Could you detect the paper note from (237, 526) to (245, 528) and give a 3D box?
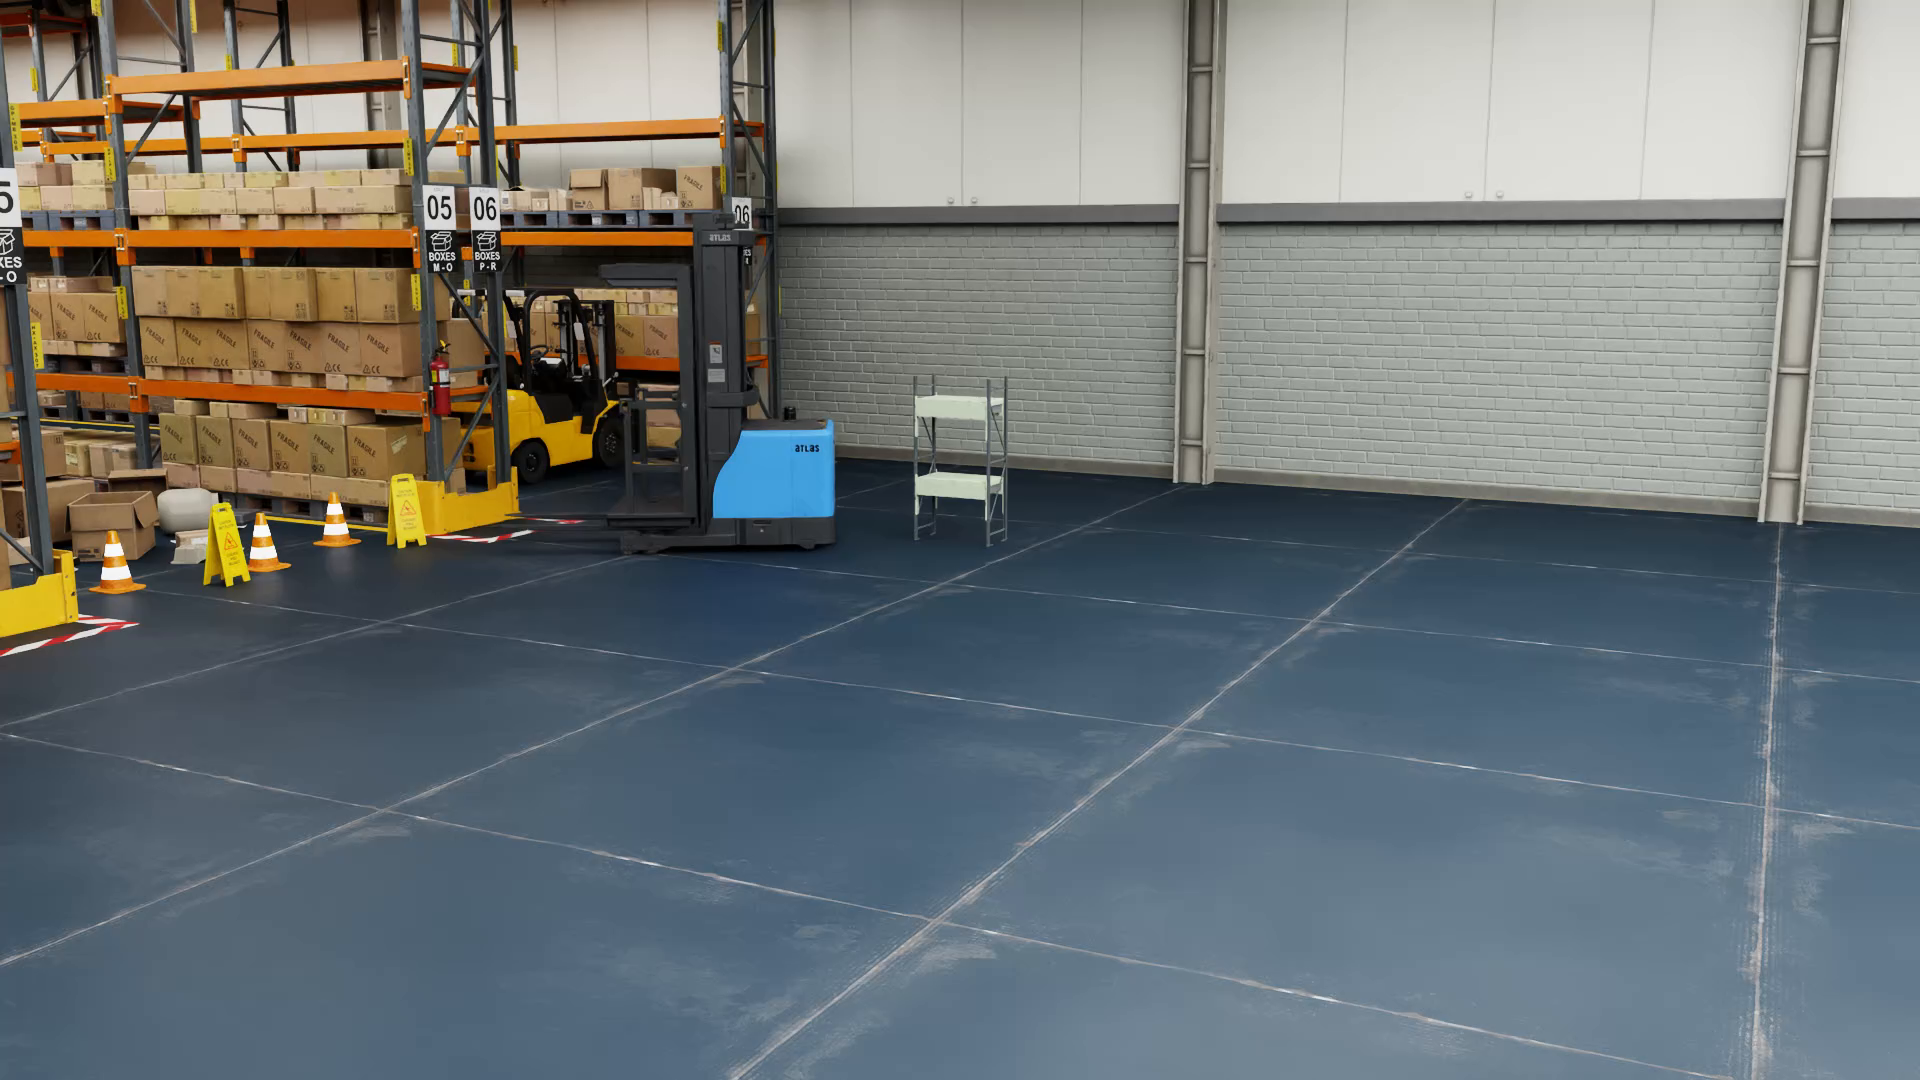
[{"bbox_3d":[-6.907,-0.127,15.865,0.148,0.019,0.142,1,10,6],"label":"paper note"}]

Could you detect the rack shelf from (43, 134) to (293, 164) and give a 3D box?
[{"bbox_3d":[-11.467,-5.601,24.071,4.000,0.370,1.077,5,11,26],"label":"rack shelf"}]

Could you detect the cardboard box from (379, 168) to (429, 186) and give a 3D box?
[{"bbox_3d":[-5.126,-3.343,15.341,0.250,0.149,0.380,5,11,26],"label":"cardboard box"}]

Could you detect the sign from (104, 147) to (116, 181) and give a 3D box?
[{"bbox_3d":[-8.521,-3.769,16.672,0.005,0.325,0.100,5,11,26],"label":"sign"}]

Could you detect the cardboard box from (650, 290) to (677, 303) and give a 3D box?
[{"bbox_3d":[-3.585,-2.983,20.373,0.250,0.149,0.380,5,11,26],"label":"cardboard box"}]

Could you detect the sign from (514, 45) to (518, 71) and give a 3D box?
[{"bbox_3d":[-5.819,-6.303,21.741,0.005,0.325,0.100,5,11,26],"label":"sign"}]

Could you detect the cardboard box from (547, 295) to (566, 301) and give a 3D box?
[{"bbox_3d":[-4.994,-3.091,20.970,0.250,0.149,0.380,5,11,25],"label":"cardboard box"}]

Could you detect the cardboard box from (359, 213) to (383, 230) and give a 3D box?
[{"bbox_3d":[-5.373,-2.969,15.513,0.250,0.149,0.380,5,11,26],"label":"cardboard box"}]

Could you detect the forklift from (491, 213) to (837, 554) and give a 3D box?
[{"bbox_3d":[-2.643,-1.415,14.840,3.031,2.935,1.130,-1,10,-3],"label":"forklift"}]

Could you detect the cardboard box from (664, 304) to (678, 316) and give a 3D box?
[{"bbox_3d":[-3.382,-2.808,20.241,0.250,0.149,0.380,5,12,27],"label":"cardboard box"}]

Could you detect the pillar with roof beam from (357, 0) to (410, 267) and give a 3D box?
[{"bbox_3d":[-10.010,-5.348,19.529,0.400,9.000,9.100,5,11,26],"label":"pillar with roof beam"}]

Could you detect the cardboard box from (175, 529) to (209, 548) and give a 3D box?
[{"bbox_3d":[-6.760,0.004,14.812,0.380,0.149,0.250,-7,12,-33],"label":"cardboard box"}]

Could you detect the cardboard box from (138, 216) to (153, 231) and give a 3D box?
[{"bbox_3d":[-8.106,-3.222,16.911,0.250,0.149,0.380,5,11,25],"label":"cardboard box"}]

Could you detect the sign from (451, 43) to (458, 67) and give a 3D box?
[{"bbox_3d":[-6.315,-6.090,20.785,0.005,0.325,0.100,5,11,26],"label":"sign"}]

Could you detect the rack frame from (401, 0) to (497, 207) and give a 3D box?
[{"bbox_3d":[-4.692,-4.571,15.236,0.127,3.000,1.000,5,11,26],"label":"rack frame"}]

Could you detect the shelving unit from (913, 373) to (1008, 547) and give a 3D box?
[{"bbox_3d":[0.006,-0.737,15.114,0.755,1.500,0.431,5,11,26],"label":"shelving unit"}]

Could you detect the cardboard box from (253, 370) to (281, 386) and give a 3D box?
[{"bbox_3d":[-6.757,-1.616,16.463,0.250,0.149,0.380,5,11,26],"label":"cardboard box"}]

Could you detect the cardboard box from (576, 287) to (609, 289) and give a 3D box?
[{"bbox_3d":[-4.740,-3.186,21.494,0.250,0.149,0.380,5,11,25],"label":"cardboard box"}]

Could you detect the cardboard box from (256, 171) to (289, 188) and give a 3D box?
[{"bbox_3d":[-6.516,-3.458,15.979,0.250,0.149,0.380,5,12,27],"label":"cardboard box"}]

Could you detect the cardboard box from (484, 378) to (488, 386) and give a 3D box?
[{"bbox_3d":[-5.791,-1.984,21.524,0.500,0.250,0.500,5,11,25],"label":"cardboard box"}]

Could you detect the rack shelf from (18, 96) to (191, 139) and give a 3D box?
[{"bbox_3d":[-10.073,-4.493,17.948,4.000,0.370,1.077,5,11,26],"label":"rack shelf"}]

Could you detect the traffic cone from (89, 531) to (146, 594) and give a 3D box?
[{"bbox_3d":[-6.639,0.160,13.068,0.334,0.463,0.336,5,11,26],"label":"traffic cone"}]

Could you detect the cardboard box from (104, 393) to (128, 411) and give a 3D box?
[{"bbox_3d":[-12.444,-2.219,24.929,0.500,0.500,0.500,5,11,25],"label":"cardboard box"}]

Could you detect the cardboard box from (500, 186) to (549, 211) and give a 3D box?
[{"bbox_3d":[-5.448,-4.310,21.011,0.500,0.311,0.500,5,12,27],"label":"cardboard box"}]

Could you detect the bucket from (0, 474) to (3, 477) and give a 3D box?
[{"bbox_3d":[-9.237,-0.630,15.231,0.726,0.611,0.620,-10,4,-43],"label":"bucket"}]

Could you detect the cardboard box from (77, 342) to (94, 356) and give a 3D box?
[{"bbox_3d":[-9.091,-2.037,17.607,0.250,0.149,0.380,5,11,24],"label":"cardboard box"}]

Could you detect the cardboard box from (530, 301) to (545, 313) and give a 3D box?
[{"bbox_3d":[-5.249,-2.960,21.083,0.250,0.149,0.380,5,12,27],"label":"cardboard box"}]

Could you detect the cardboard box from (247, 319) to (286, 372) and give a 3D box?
[{"bbox_3d":[-6.641,-1.936,16.408,0.500,0.500,0.500,5,11,26],"label":"cardboard box"}]

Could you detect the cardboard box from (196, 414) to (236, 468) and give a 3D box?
[{"bbox_3d":[-7.384,-1.026,16.934,0.500,0.500,0.500,6,12,28],"label":"cardboard box"}]

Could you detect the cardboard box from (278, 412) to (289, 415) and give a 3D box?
[{"bbox_3d":[-6.715,-1.073,17.190,0.500,0.500,0.500,6,12,29],"label":"cardboard box"}]

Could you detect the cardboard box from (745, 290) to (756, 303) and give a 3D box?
[{"bbox_3d":[-2.706,-2.987,20.393,0.250,0.149,0.380,5,11,25],"label":"cardboard box"}]

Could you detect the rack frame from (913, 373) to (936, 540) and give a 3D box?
[{"bbox_3d":[-0.322,-0.766,15.273,0.023,1.500,0.400,5,11,26],"label":"rack frame"}]

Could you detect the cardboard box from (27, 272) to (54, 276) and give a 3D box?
[{"bbox_3d":[-14.478,-3.959,26.180,0.500,0.500,0.500,5,11,24],"label":"cardboard box"}]

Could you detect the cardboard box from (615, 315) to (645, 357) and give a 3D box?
[{"bbox_3d":[-3.977,-2.540,20.582,0.500,0.500,0.500,5,11,25],"label":"cardboard box"}]

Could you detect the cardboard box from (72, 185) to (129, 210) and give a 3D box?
[{"bbox_3d":[-8.867,-3.565,17.347,0.500,0.250,0.500,5,11,25],"label":"cardboard box"}]

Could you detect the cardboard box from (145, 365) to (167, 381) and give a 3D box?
[{"bbox_3d":[-8.138,-1.734,17.114,0.250,0.149,0.380,5,11,26],"label":"cardboard box"}]

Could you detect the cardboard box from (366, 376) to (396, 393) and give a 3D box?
[{"bbox_3d":[-5.398,-1.492,15.779,0.250,0.149,0.380,5,11,25],"label":"cardboard box"}]

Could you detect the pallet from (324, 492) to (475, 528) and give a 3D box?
[{"bbox_3d":[-5.473,-0.322,16.436,1.213,0.211,1.003,5,11,26],"label":"pallet"}]

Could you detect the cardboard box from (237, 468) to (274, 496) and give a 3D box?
[{"bbox_3d":[-6.909,-0.616,16.773,0.500,0.250,0.500,5,11,25],"label":"cardboard box"}]

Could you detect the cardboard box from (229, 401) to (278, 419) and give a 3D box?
[{"bbox_3d":[-7.079,-1.305,16.655,0.250,0.149,0.380,6,12,29],"label":"cardboard box"}]

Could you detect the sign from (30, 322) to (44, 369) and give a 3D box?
[{"bbox_3d":[-6.541,-1.373,11.761,0.005,0.325,0.100,5,11,26],"label":"sign"}]

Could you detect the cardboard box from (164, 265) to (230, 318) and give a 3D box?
[{"bbox_3d":[-7.532,-2.508,16.762,0.500,0.500,0.700,5,11,26],"label":"cardboard box"}]

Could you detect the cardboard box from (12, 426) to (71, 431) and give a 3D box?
[{"bbox_3d":[-10.699,-1.059,18.881,0.625,0.372,0.950,5,11,25],"label":"cardboard box"}]

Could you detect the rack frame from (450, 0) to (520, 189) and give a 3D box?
[{"bbox_3d":[-6.086,-5.679,21.359,0.127,3.000,1.000,5,11,26],"label":"rack frame"}]

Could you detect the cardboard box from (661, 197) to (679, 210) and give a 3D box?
[{"bbox_3d":[-3.376,-4.037,19.953,0.250,0.149,0.380,5,11,24],"label":"cardboard box"}]

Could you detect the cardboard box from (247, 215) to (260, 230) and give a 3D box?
[{"bbox_3d":[-6.723,-3.100,16.241,0.250,0.149,0.380,5,11,26],"label":"cardboard box"}]

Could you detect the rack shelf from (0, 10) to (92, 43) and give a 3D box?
[{"bbox_3d":[-15.054,-7.748,25.481,4.000,0.370,1.077,5,11,26],"label":"rack shelf"}]

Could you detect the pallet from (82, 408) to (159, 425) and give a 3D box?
[{"bbox_3d":[-12.514,-1.927,25.304,1.213,0.211,1.003,5,11,26],"label":"pallet"}]

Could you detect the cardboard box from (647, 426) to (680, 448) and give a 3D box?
[{"bbox_3d":[-3.502,-1.292,20.510,0.500,0.250,0.500,5,11,26],"label":"cardboard box"}]

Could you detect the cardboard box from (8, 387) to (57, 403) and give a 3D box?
[{"bbox_3d":[-14.661,-2.430,26.095,0.500,0.500,0.700,5,11,24],"label":"cardboard box"}]

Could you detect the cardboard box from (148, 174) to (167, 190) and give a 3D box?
[{"bbox_3d":[-7.895,-3.586,16.683,0.250,0.149,0.380,5,12,28],"label":"cardboard box"}]

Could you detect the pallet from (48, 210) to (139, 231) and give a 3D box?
[{"bbox_3d":[-8.786,-3.383,17.624,1.003,0.211,1.213,5,11,26],"label":"pallet"}]

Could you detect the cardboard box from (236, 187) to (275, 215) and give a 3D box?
[{"bbox_3d":[-6.642,-3.284,16.134,0.500,0.250,0.500,5,11,26],"label":"cardboard box"}]
